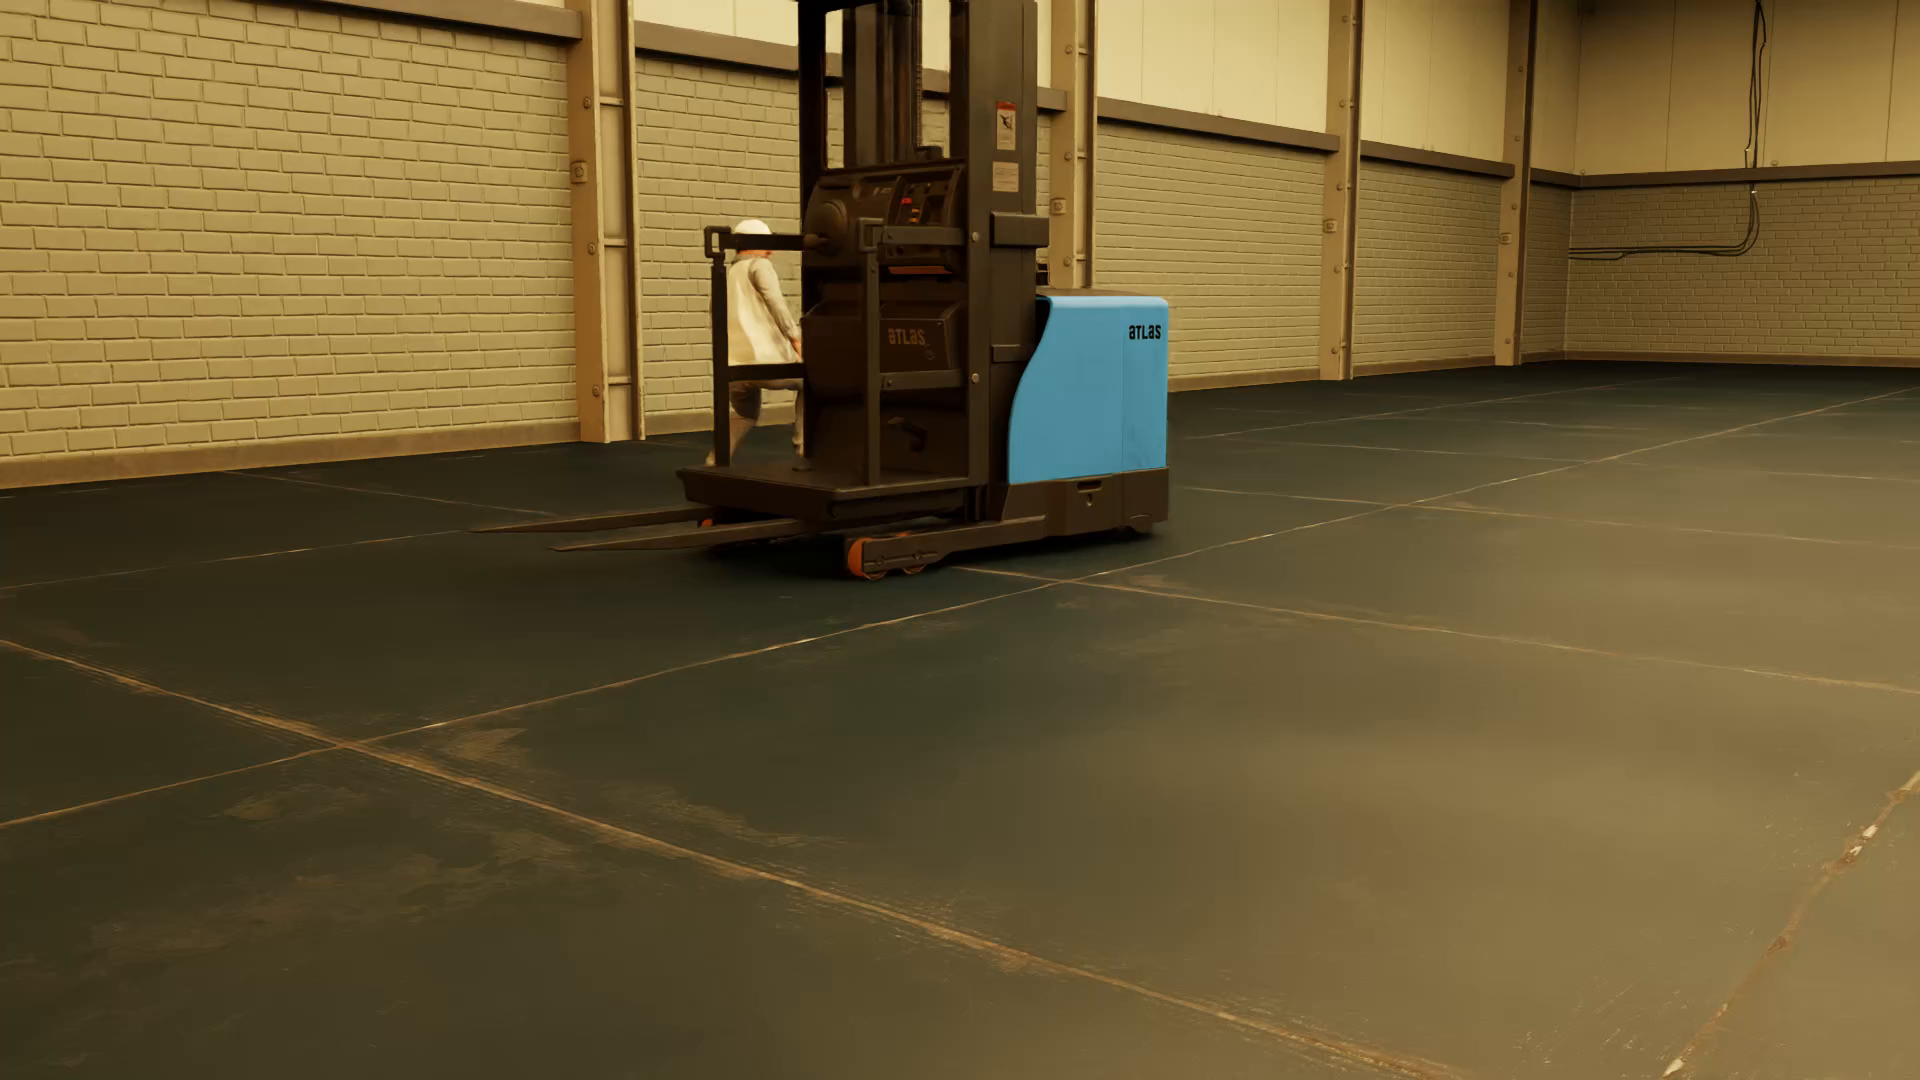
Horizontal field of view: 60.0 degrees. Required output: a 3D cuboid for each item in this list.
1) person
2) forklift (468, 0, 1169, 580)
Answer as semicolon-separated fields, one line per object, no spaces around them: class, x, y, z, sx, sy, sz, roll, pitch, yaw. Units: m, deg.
person;-1.115;-1.059;9.534;0.781;1.541;0.678;4;9;27
forklift;-0.478;-1.381;6.719;3.031;2.935;1.130;-8;11;-42
